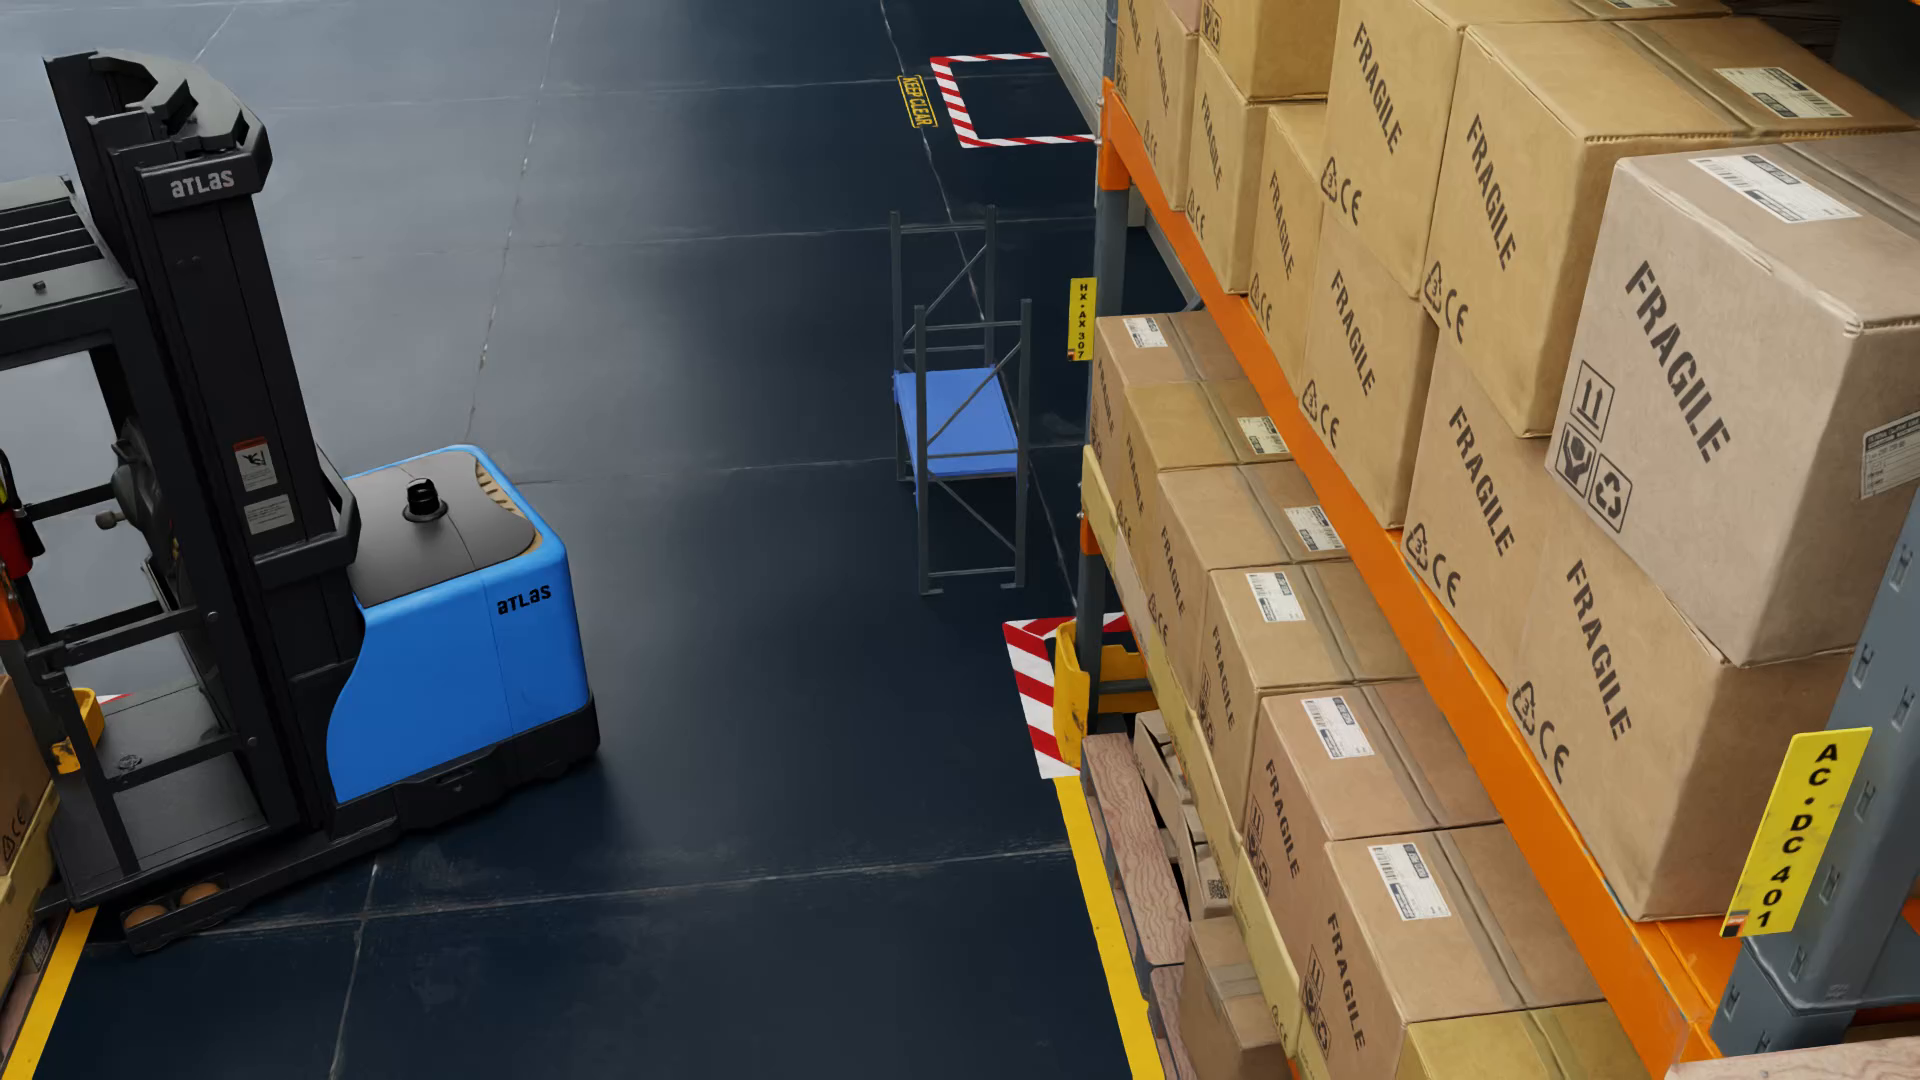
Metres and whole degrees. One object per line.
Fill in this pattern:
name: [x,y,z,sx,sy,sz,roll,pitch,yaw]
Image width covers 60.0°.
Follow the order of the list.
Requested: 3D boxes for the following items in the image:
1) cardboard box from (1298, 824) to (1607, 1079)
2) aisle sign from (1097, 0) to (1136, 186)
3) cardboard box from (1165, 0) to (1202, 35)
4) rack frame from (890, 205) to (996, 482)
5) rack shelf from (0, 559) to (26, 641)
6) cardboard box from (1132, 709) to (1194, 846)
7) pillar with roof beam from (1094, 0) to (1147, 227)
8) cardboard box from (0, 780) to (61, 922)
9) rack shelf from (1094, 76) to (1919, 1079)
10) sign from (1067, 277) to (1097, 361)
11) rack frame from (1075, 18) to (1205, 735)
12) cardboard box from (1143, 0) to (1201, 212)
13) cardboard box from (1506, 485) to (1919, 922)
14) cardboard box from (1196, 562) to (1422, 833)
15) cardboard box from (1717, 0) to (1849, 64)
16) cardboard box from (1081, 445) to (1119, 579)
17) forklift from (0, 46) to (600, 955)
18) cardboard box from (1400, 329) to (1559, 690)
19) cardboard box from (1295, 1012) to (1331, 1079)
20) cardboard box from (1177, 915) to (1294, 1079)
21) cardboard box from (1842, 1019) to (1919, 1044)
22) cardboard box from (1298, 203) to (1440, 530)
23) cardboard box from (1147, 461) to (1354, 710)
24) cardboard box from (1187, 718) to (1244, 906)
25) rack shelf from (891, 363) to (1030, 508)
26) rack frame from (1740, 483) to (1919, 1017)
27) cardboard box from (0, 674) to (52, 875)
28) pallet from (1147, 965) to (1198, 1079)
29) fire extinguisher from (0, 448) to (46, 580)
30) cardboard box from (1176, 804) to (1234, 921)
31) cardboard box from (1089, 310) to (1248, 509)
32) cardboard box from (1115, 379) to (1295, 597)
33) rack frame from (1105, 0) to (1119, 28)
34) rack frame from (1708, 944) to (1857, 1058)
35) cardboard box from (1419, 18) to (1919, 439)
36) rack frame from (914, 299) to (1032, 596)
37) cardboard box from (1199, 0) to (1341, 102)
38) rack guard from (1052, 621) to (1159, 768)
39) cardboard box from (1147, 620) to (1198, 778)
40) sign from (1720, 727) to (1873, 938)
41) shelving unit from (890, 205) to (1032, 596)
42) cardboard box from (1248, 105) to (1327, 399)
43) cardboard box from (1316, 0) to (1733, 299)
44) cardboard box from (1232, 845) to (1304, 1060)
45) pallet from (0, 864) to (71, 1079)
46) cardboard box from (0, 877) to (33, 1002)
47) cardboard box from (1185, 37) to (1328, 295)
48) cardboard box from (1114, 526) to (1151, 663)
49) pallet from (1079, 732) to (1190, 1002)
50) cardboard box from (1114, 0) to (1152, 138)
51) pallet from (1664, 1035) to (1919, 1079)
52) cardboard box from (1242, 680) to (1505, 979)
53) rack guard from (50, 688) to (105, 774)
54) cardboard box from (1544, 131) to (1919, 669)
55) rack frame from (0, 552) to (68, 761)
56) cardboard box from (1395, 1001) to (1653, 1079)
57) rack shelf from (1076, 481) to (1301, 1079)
cardboard box: [1.074,0.982,3.595,0.500,0.500,0.500,-5,35,-7]
aisle sign: [0.672,-1.567,5.578,0.394,0.787,0.004,-4,35,-6]
cardboard box: [0.808,-1.661,4.365,0.500,0.500,0.500,-5,35,-7]
rack frame: [-0.080,-0.951,8.314,0.500,1.500,0.032,-4,35,-6]
rack shelf: [-3.660,1.315,4.296,1.077,0.370,4.000,-4,35,-6]
cardboard box: [0.983,0.847,6.341,0.500,0.311,0.500,-8,35,-12]
pillar with roof beam: [-3.142,-5.652,8.552,9.100,9.000,0.400,-4,35,-6]
cardboard box: [-3.564,1.141,5.980,0.500,0.250,0.500,-4,35,-6]
rack shelf: [1.248,-0.302,4.004,1.077,0.370,4.000,-4,35,-6]
sign: [0.442,-0.792,5.980,0.100,0.325,0.005,-4,35,-6]
rack frame: [0.979,-0.476,6.284,1.000,3.000,0.127,-4,35,-6]
cardboard box: [0.813,-1.257,4.660,0.500,0.500,0.500,-2,34,-3]
cardboard box: [1.204,0.203,2.518,0.500,0.500,0.500,-3,34,-5]
cardboard box: [0.947,0.410,4.434,0.500,0.500,0.500,-3,34,-5]
cardboard box: [1.485,-1.095,3.536,0.500,0.500,0.500,-4,35,-6]
cardboard box: [0.730,-0.126,5.886,0.500,0.250,0.500,-5,35,-8]
forklift: [-2.995,-0.056,5.729,3.031,2.935,1.130,-21,40,-28]
cardboard box: [1.149,-0.079,2.932,0.500,0.500,0.500,-7,35,-10]
cardboard box: [1.094,1.290,3.809,0.500,0.250,0.500,-4,35,-6]
cardboard box: [1.109,1.500,5.215,0.700,0.500,0.500,-6,35,-9]
cardboard box: [1.661,1.222,3.242,0.500,0.500,0.500,-5,35,-7]
cardboard box: [1.037,-0.385,3.381,0.500,0.500,0.500,-6,35,-8]
cardboard box: [0.865,0.123,4.856,0.500,0.500,0.500,-5,35,-8]
cardboard box: [0.943,0.730,4.630,0.500,0.250,0.500,-4,34,-6]
rack shelf: [-0.011,-0.519,7.999,0.538,0.185,1.000,-4,35,-6]
rack frame: [1.517,-0.723,1.319,1.000,3.000,0.127,-4,35,-6]
cardboard box: [-3.562,0.831,5.770,0.500,0.500,0.500,-4,35,-6]
pallet: [1.225,1.854,5.341,1.003,0.211,1.213,-4,35,-6]
fire extinguisher: [-3.484,-0.167,5.901,0.296,0.674,0.183,-4,35,-6]
cardboard box: [1.060,1.165,5.874,0.500,0.311,0.500,-2,34,-2]
cardboard box: [0.746,-0.443,5.685,0.500,0.500,0.500,-4,35,-6]
cardboard box: [0.802,-0.166,5.280,0.500,0.500,0.500,-4,35,-6]
rack frame: [0.979,-2.955,4.595,1.000,3.000,0.127,-4,35,-6]
rack frame: [1.517,1.757,3.009,1.000,3.000,0.127,-4,35,-6]
cardboard box: [1.097,-0.511,2.679,0.500,0.500,0.500,-3,34,-4]
rack frame: [0.057,-0.384,7.481,0.500,1.500,0.032,-4,35,-6]
cardboard box: [0.888,-1.376,3.947,0.500,0.500,0.500,-3,34,-5]
rack guard: [0.990,0.600,6.926,1.175,0.500,0.348,-4,35,-6]
cardboard box: [0.877,0.448,5.045,0.500,0.250,0.500,-5,35,-7]
sign: [0.981,0.349,1.952,0.100,0.325,0.005,-4,35,-6]
shelving unit: [-0.011,-0.667,7.897,0.538,1.500,1.048,-4,35,-6]
cardboard box: [0.980,-0.670,3.799,0.500,0.500,0.500,-2,34,-3]
cardboard box: [1.016,-0.800,3.103,0.500,0.500,0.500,-6,35,-8]
cardboard box: [1.011,1.011,4.219,0.500,0.250,0.500,-5,35,-7]
pallet: [-3.785,1.477,5.894,1.003,0.211,1.213,-4,35,-6]
cardboard box: [-3.485,1.419,5.572,0.500,0.250,0.500,-4,35,-6]
cardboard box: [0.887,-0.967,4.236,0.500,0.500,0.500,-3,34,-4]
cardboard box: [0.814,0.163,5.462,0.500,0.250,0.500,-5,35,-8]
pallet: [1.064,1.175,6.338,1.003,0.211,1.213,-4,35,-6]
cardboard box: [0.777,-1.559,5.104,0.500,0.500,0.500,-4,34,-5]
pallet: [1.495,0.947,1.700,1.213,0.211,1.003,-4,35,-6]
cardboard box: [1.017,0.700,4.009,0.500,0.500,0.500,-5,35,-8]
rack guard: [-3.932,0.921,6.454,1.175,0.500,0.348,-4,35,-6]
cardboard box: [1.181,-0.205,2.229,0.500,0.500,0.500,-7,35,-10]
rack frame: [-3.929,-0.098,5.731,1.000,3.000,0.127,-4,35,-6]
cardboard box: [1.147,1.260,3.187,0.500,0.500,0.500,-4,35,-6]
rack shelf: [1.248,0.938,4.849,1.077,0.370,4.000,-4,35,-6]
